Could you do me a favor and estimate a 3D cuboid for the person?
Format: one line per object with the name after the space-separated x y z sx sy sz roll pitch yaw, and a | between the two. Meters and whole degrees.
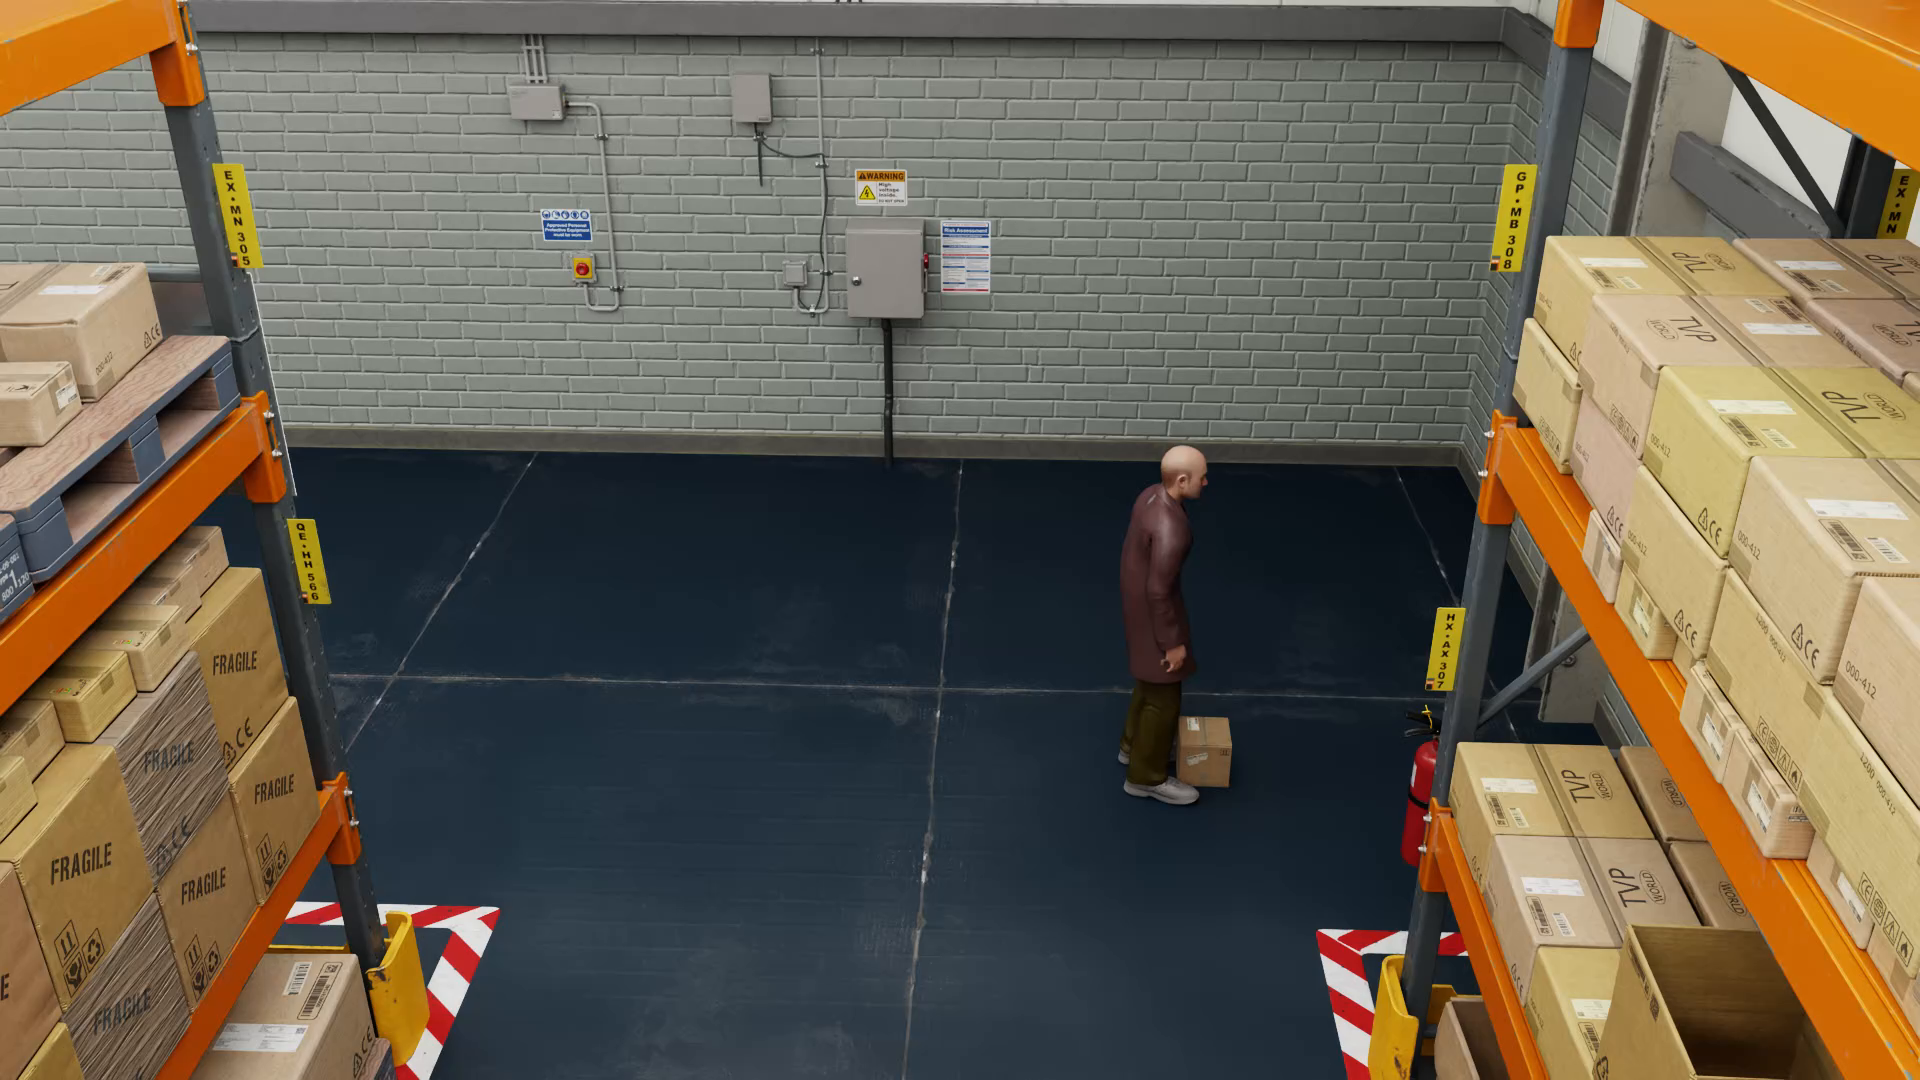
0.962 0.375 7.920 0.418 1.774 0.649 1 28 1 | person
